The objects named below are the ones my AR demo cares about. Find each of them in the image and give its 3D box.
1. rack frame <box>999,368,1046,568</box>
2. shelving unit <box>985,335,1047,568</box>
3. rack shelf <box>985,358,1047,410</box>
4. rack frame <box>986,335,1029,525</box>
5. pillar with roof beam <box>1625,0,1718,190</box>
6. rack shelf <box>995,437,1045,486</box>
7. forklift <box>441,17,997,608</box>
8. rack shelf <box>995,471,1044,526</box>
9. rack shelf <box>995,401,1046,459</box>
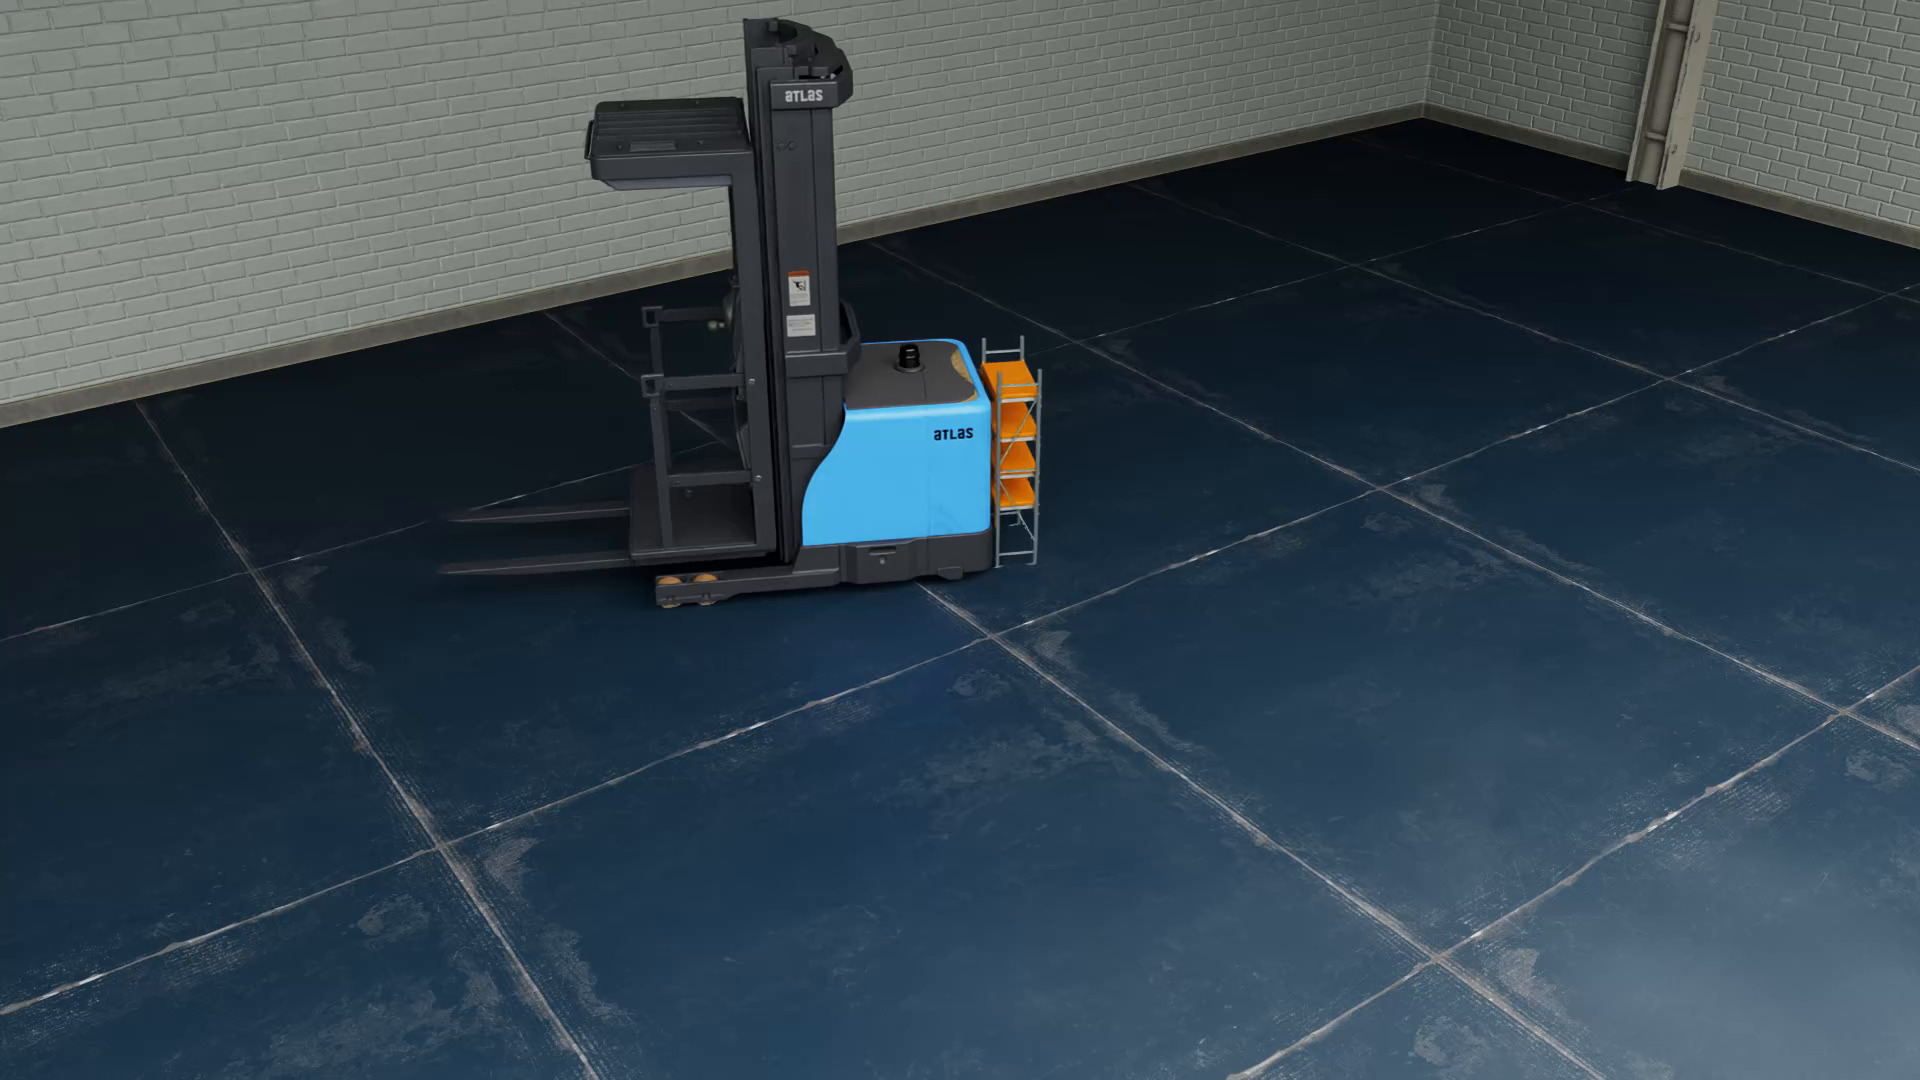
[{"bbox_3d":[0.344,-0.382,9.197,0.240,1.200,0.015,-4,29,-8],"label":"rack frame"},{"bbox_3d":[0.305,-0.497,9.408,0.258,1.200,0.503,-4,29,-8],"label":"shelving unit"},{"bbox_3d":[0.305,-0.843,9.221,0.258,0.148,0.480,-4,29,-8],"label":"rack shelf"},{"bbox_3d":[0.266,-0.612,9.620,0.240,1.200,0.015,-4,29,-8],"label":"rack frame"},{"bbox_3d":[3.213,-6.235,11.801,9.100,9.000,0.400,-19,34,-31],"label":"pillar with roof beam"},{"bbox_3d":[0.305,-0.438,9.440,0.258,0.148,0.480,-4,29,-8],"label":"rack shelf"},{"bbox_3d":[-1.357,-1.191,8.872,3.031,2.935,1.130,-4,29,-8],"label":"forklift"},{"bbox_3d":[0.305,-0.264,9.535,0.258,0.148,0.480,-4,29,-8],"label":"rack shelf"},{"bbox_3d":[0.305,-0.635,9.334,0.258,0.148,0.480,-4,29,-8],"label":"rack shelf"}]
